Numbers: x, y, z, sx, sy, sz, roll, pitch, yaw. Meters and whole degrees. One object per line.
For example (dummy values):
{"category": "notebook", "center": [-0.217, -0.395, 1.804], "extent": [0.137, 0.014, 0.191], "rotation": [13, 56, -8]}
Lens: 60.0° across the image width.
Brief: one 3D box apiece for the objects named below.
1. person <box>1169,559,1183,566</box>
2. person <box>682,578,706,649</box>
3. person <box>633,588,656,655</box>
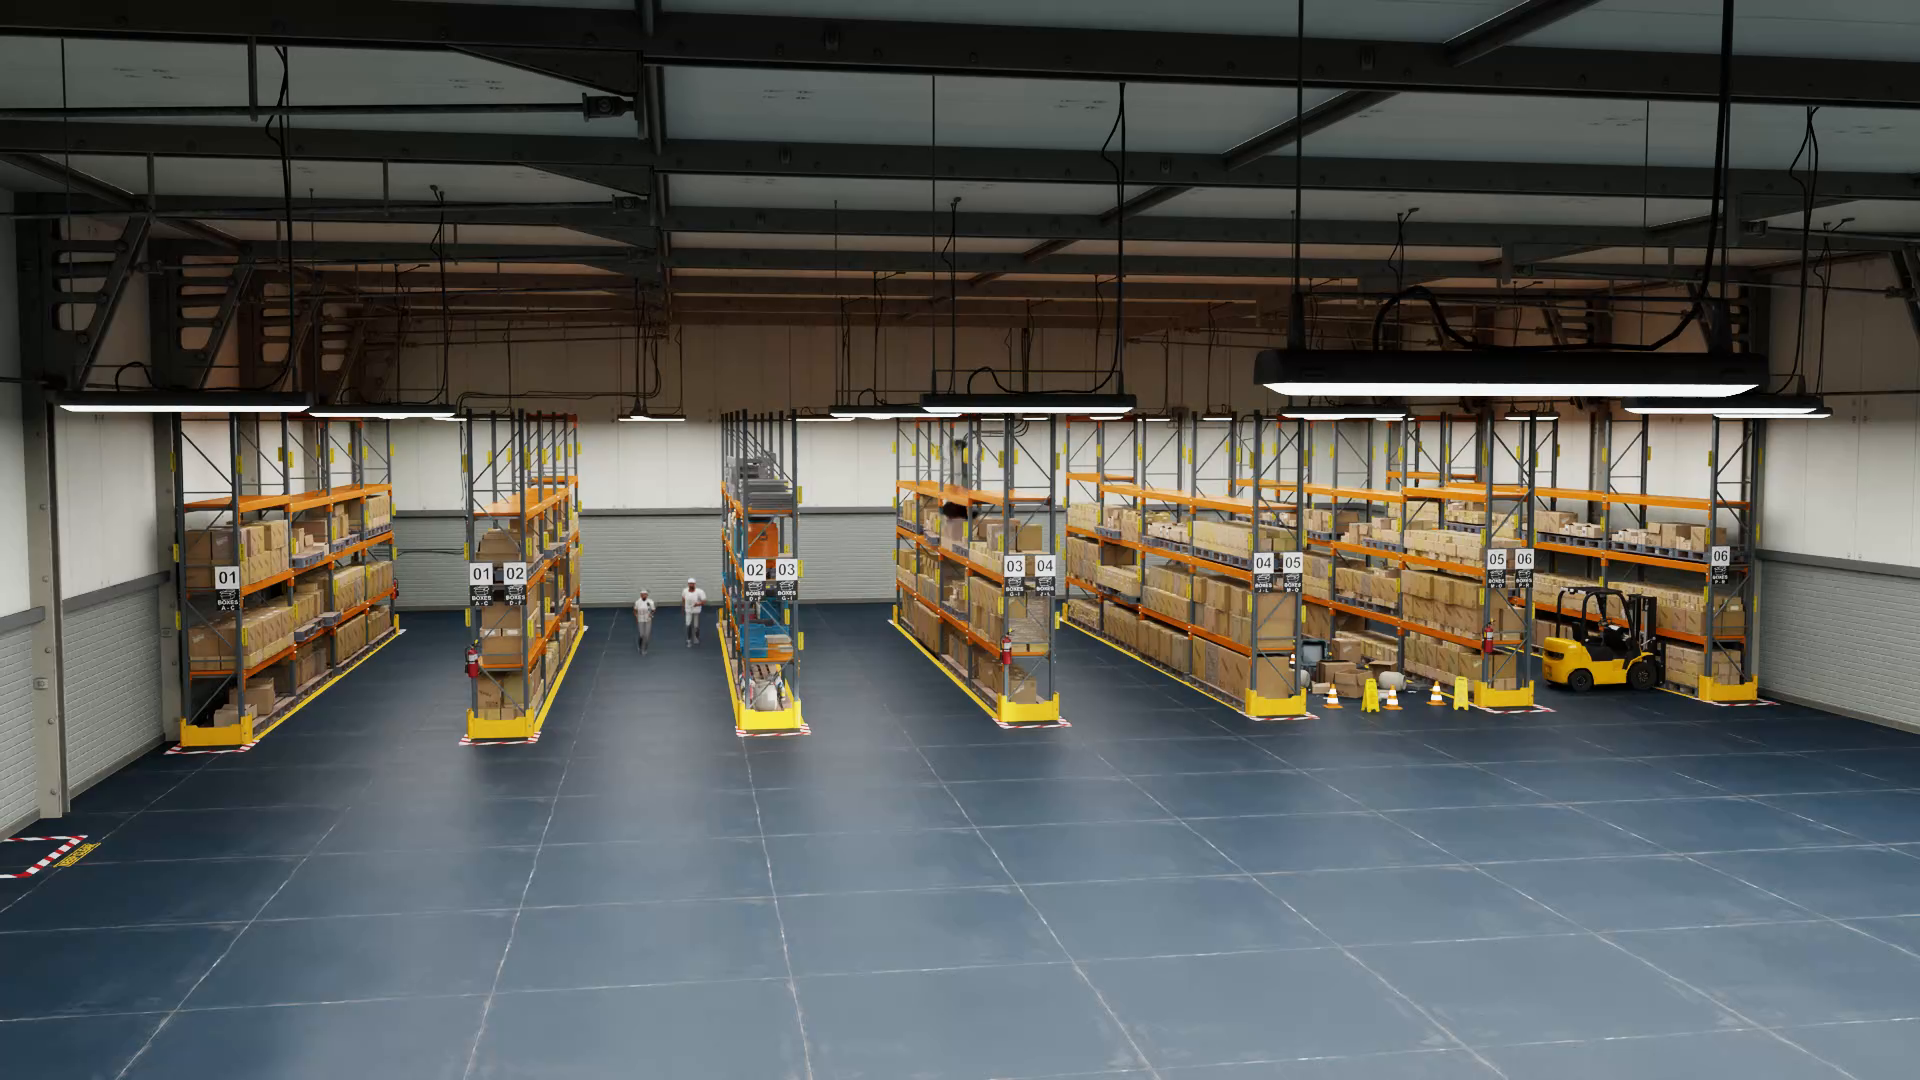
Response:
{"category": "person", "center": [6.660, 1.268, 51.554], "extent": [0.678, 1.736, 0.708], "rotation": [-3, 5, -32]}
{"category": "person", "center": [-6.826, 1.880, 42.676], "extent": [0.680, 1.825, 0.796], "rotation": [0, 4, 4]}
{"category": "person", "center": [-7.798, 2.025, 41.092], "extent": [0.537, 1.663, 0.573], "rotation": [-1, 4, -10]}
